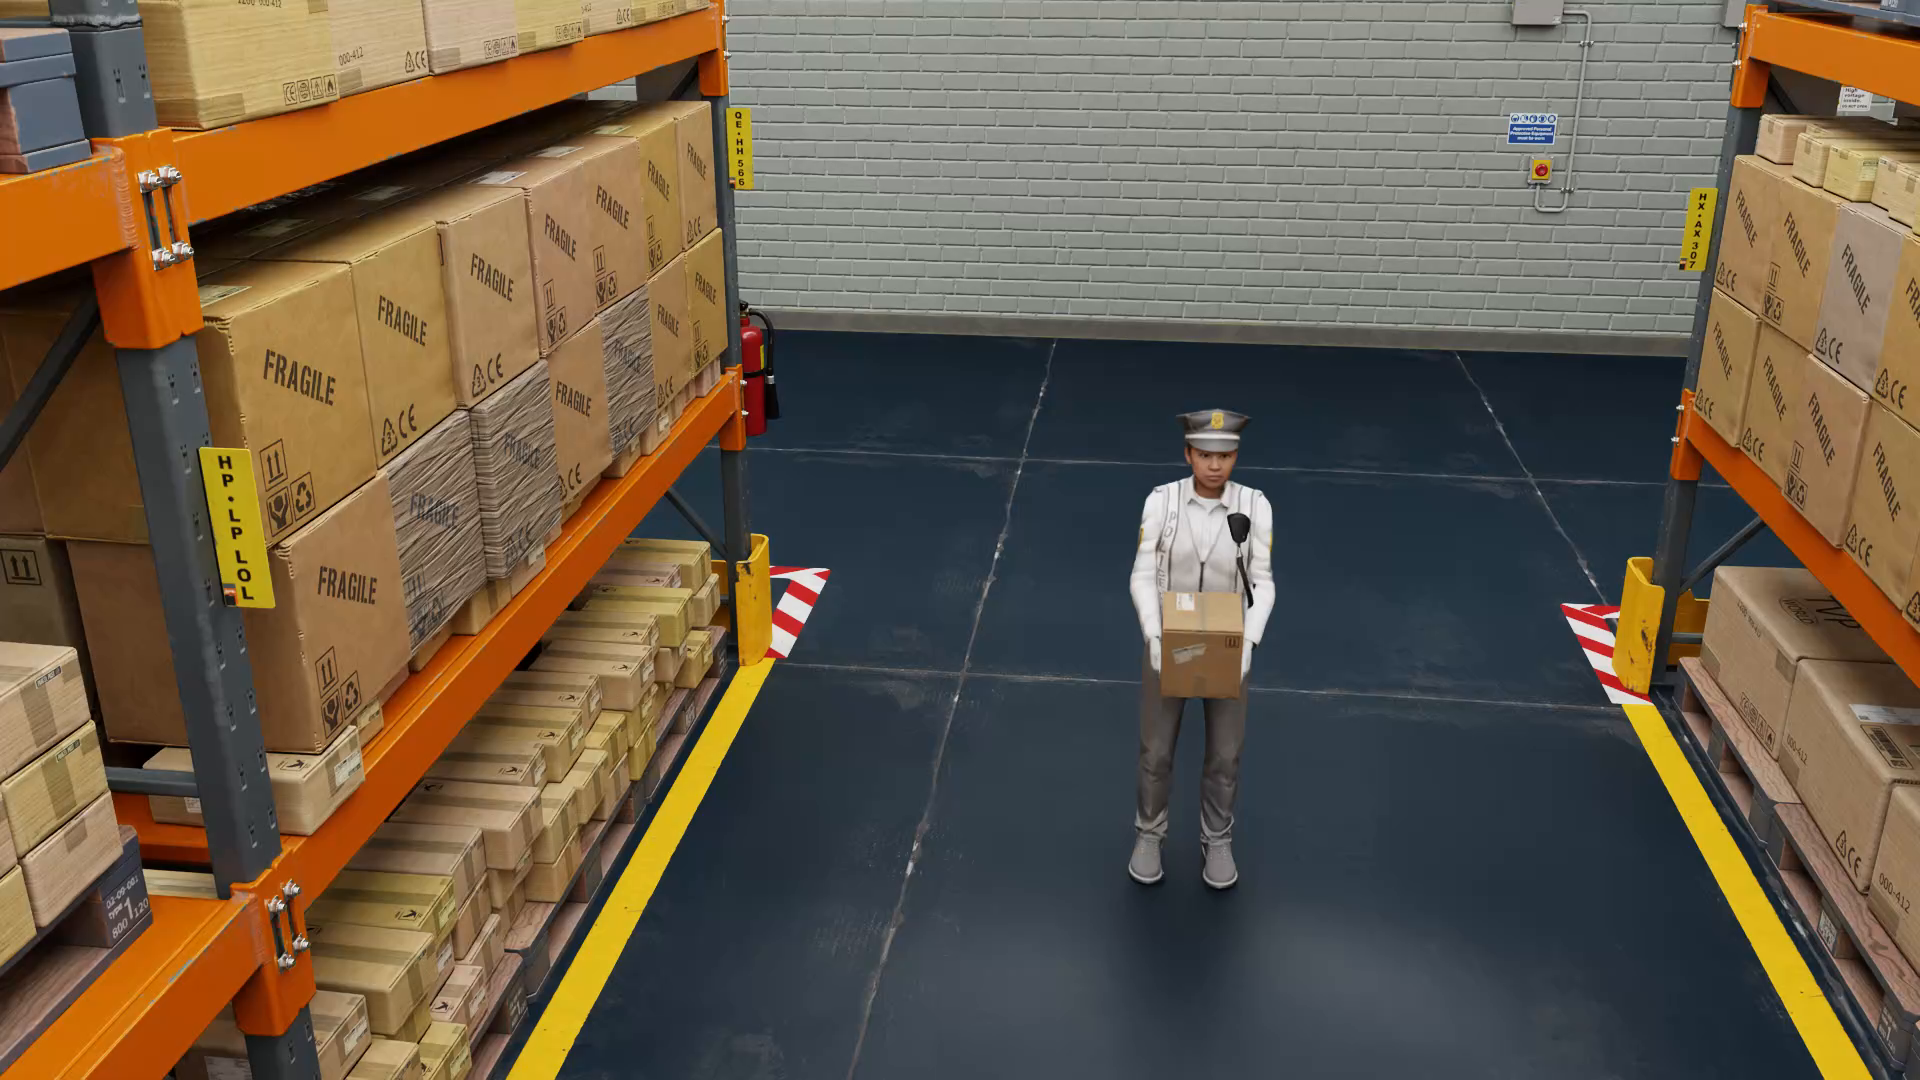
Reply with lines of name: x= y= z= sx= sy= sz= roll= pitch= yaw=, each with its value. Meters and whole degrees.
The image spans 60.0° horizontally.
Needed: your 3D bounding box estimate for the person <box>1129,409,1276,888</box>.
person: x=0.798 y=0.385 z=5.551 sx=0.482 sy=1.692 sz=0.517 roll=2 pitch=21 yaw=6
